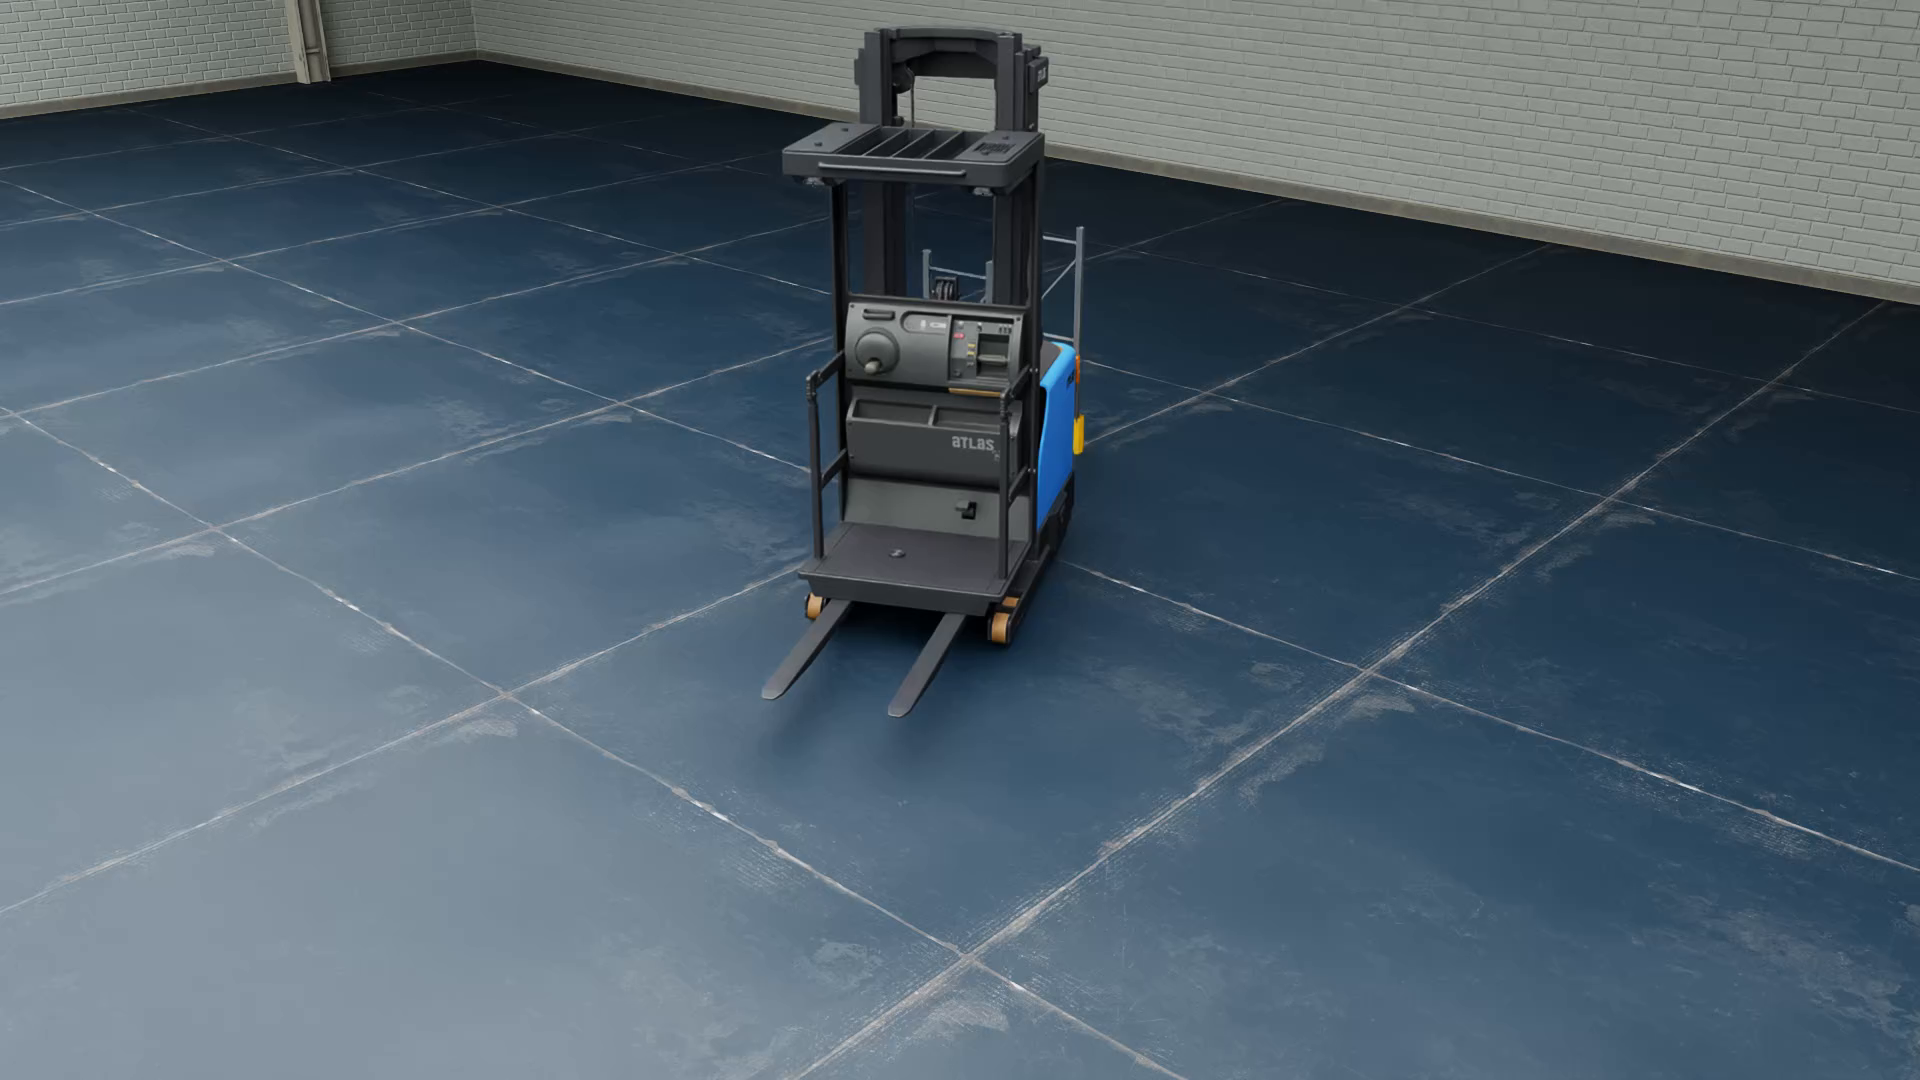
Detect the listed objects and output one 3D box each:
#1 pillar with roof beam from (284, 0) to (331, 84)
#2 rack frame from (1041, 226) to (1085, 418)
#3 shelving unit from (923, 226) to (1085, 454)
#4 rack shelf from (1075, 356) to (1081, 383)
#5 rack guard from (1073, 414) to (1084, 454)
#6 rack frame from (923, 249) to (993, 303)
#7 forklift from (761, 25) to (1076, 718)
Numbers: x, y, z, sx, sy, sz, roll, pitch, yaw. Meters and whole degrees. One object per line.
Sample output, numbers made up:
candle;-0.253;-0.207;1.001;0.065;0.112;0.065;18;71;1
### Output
pillar with roof beam;-6.638;-9.924;20.885;9.100;9.000;0.400;20;31;38
rack frame;0.575;-1.341;10.909;0.500;1.500;0.032;16;29;31
shelving unit;0.278;-1.168;10.521;0.587;1.500;1.083;16;29;31
rack shelf;0.284;-1.007;10.602;0.538;0.185;1.000;16;29;31
rack guard;0.564;-0.765;11.150;0.587;0.250;0.087;16;29;31
rack frame;-0.007;-1.000;10.148;0.500;1.500;0.032;16;29;31
forklift;-0.190;-0.975;8.342;1.130;2.935;3.031;6;25;14
